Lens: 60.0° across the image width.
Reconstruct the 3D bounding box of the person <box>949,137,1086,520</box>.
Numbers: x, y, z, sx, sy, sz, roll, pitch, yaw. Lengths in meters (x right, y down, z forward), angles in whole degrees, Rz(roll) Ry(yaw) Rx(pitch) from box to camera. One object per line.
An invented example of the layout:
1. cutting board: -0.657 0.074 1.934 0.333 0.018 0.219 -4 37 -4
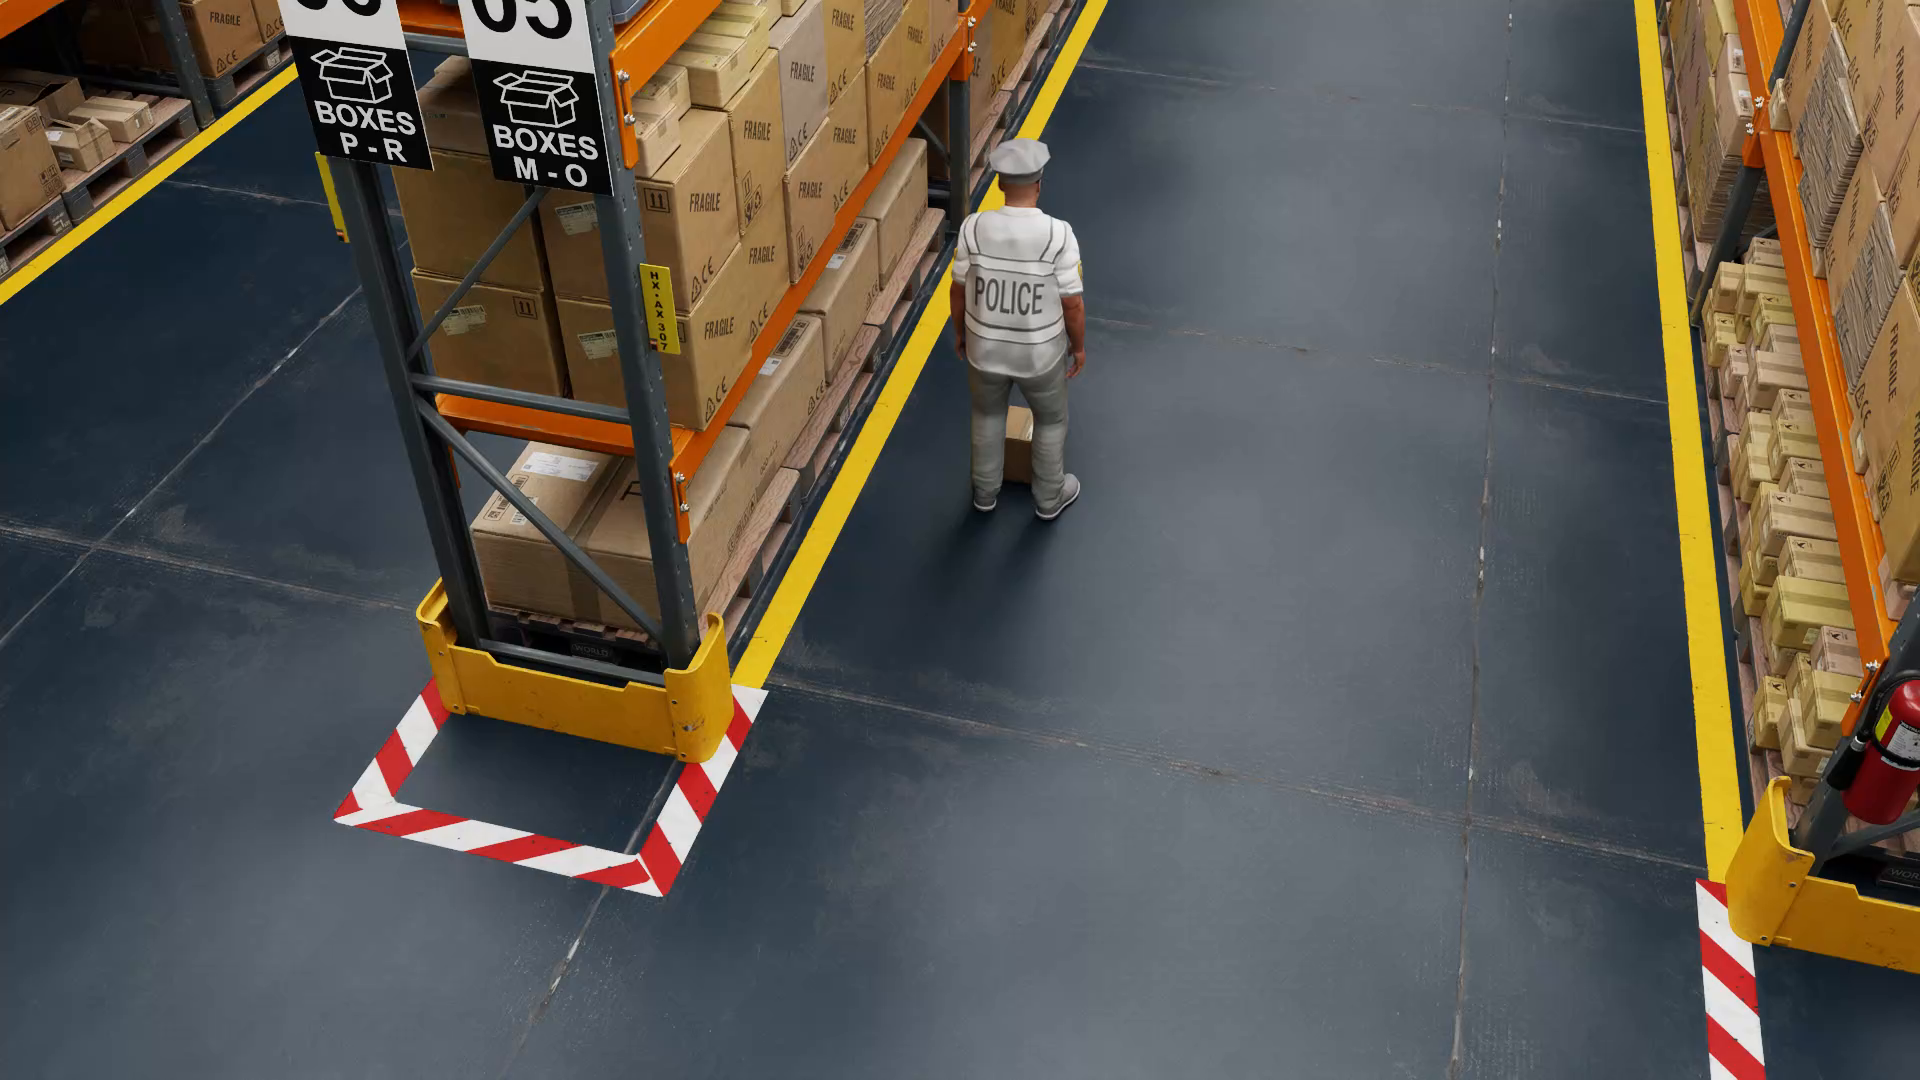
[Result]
1. person: 0.245 -0.836 7.123 0.583 1.747 0.437 9 42 11
